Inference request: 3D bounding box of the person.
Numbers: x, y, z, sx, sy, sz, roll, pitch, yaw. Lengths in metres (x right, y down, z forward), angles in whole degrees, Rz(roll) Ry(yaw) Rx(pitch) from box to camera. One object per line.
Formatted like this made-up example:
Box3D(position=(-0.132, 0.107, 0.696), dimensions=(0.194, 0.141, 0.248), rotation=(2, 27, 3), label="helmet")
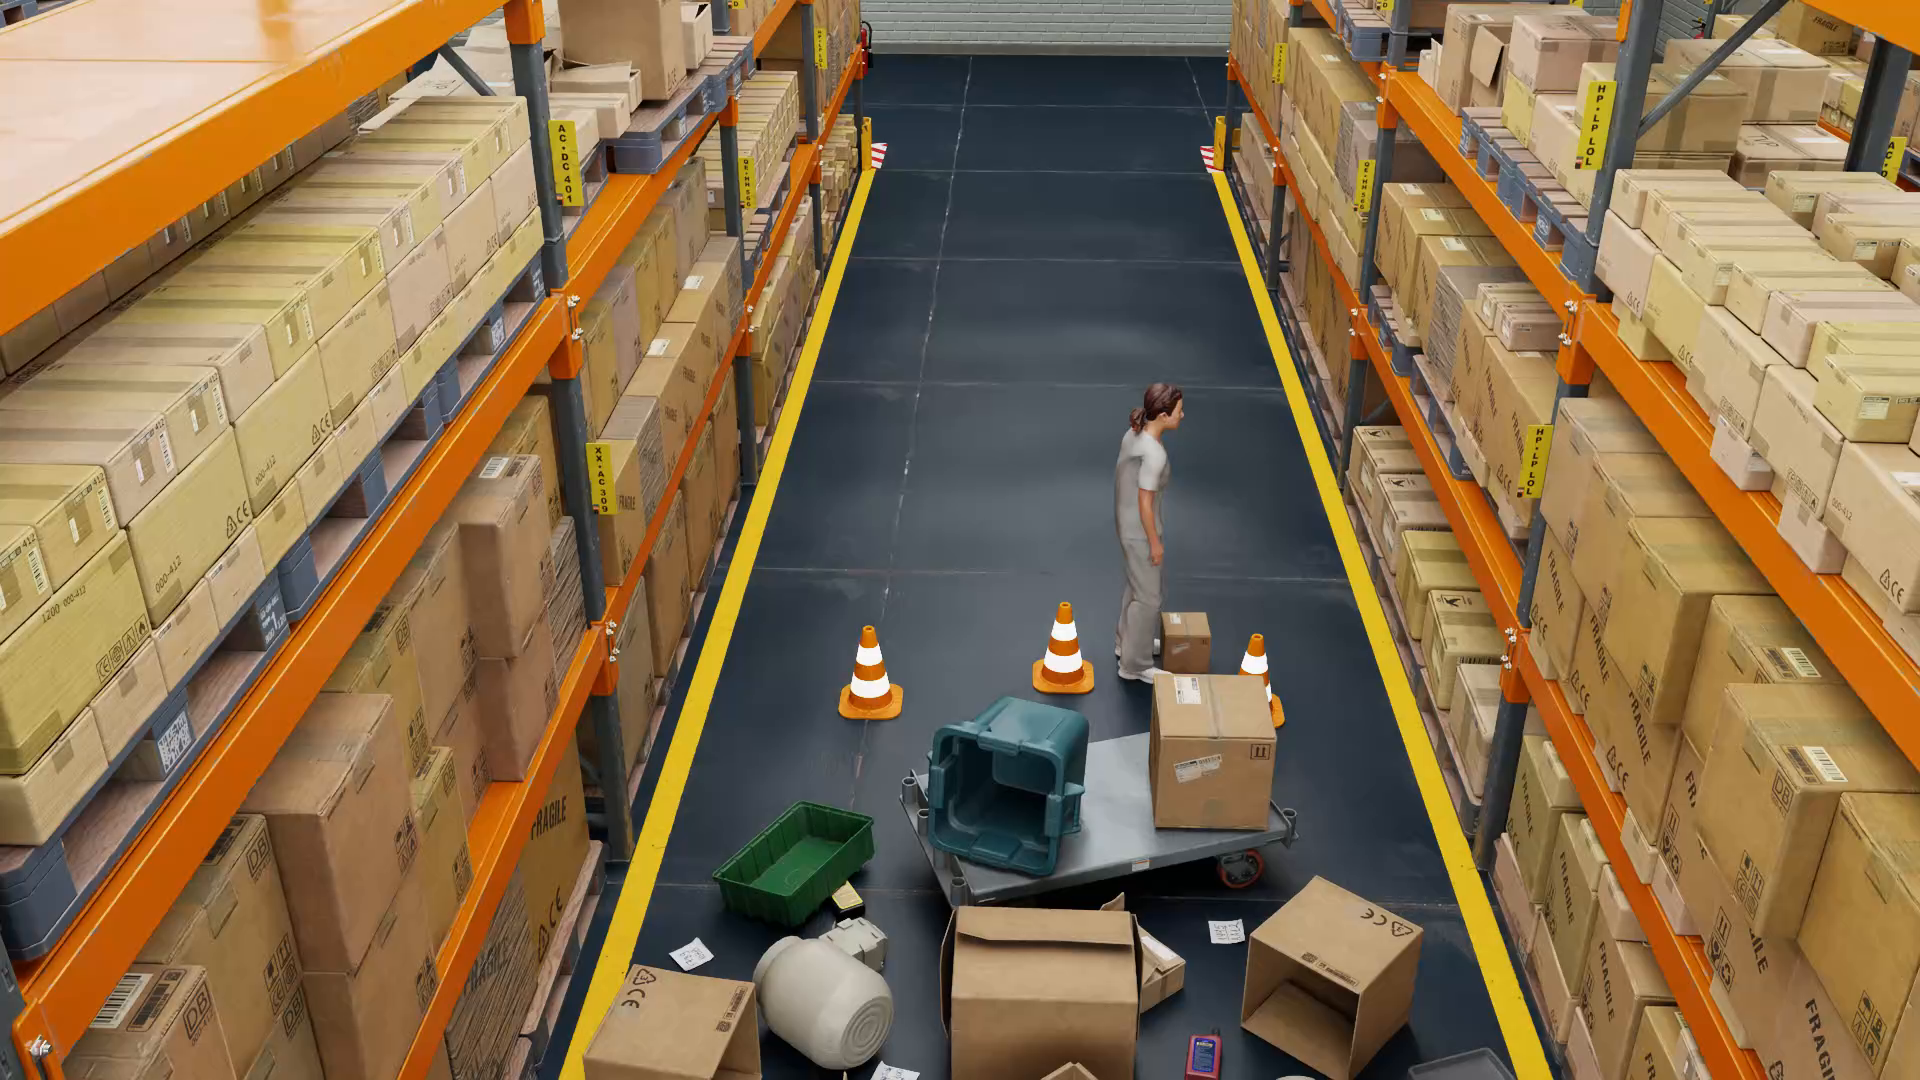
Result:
Box3D(position=(1.004, -0.053, 8.949), dimensions=(0.363, 1.671, 0.509), rotation=(-1, 28, -1), label="person")
